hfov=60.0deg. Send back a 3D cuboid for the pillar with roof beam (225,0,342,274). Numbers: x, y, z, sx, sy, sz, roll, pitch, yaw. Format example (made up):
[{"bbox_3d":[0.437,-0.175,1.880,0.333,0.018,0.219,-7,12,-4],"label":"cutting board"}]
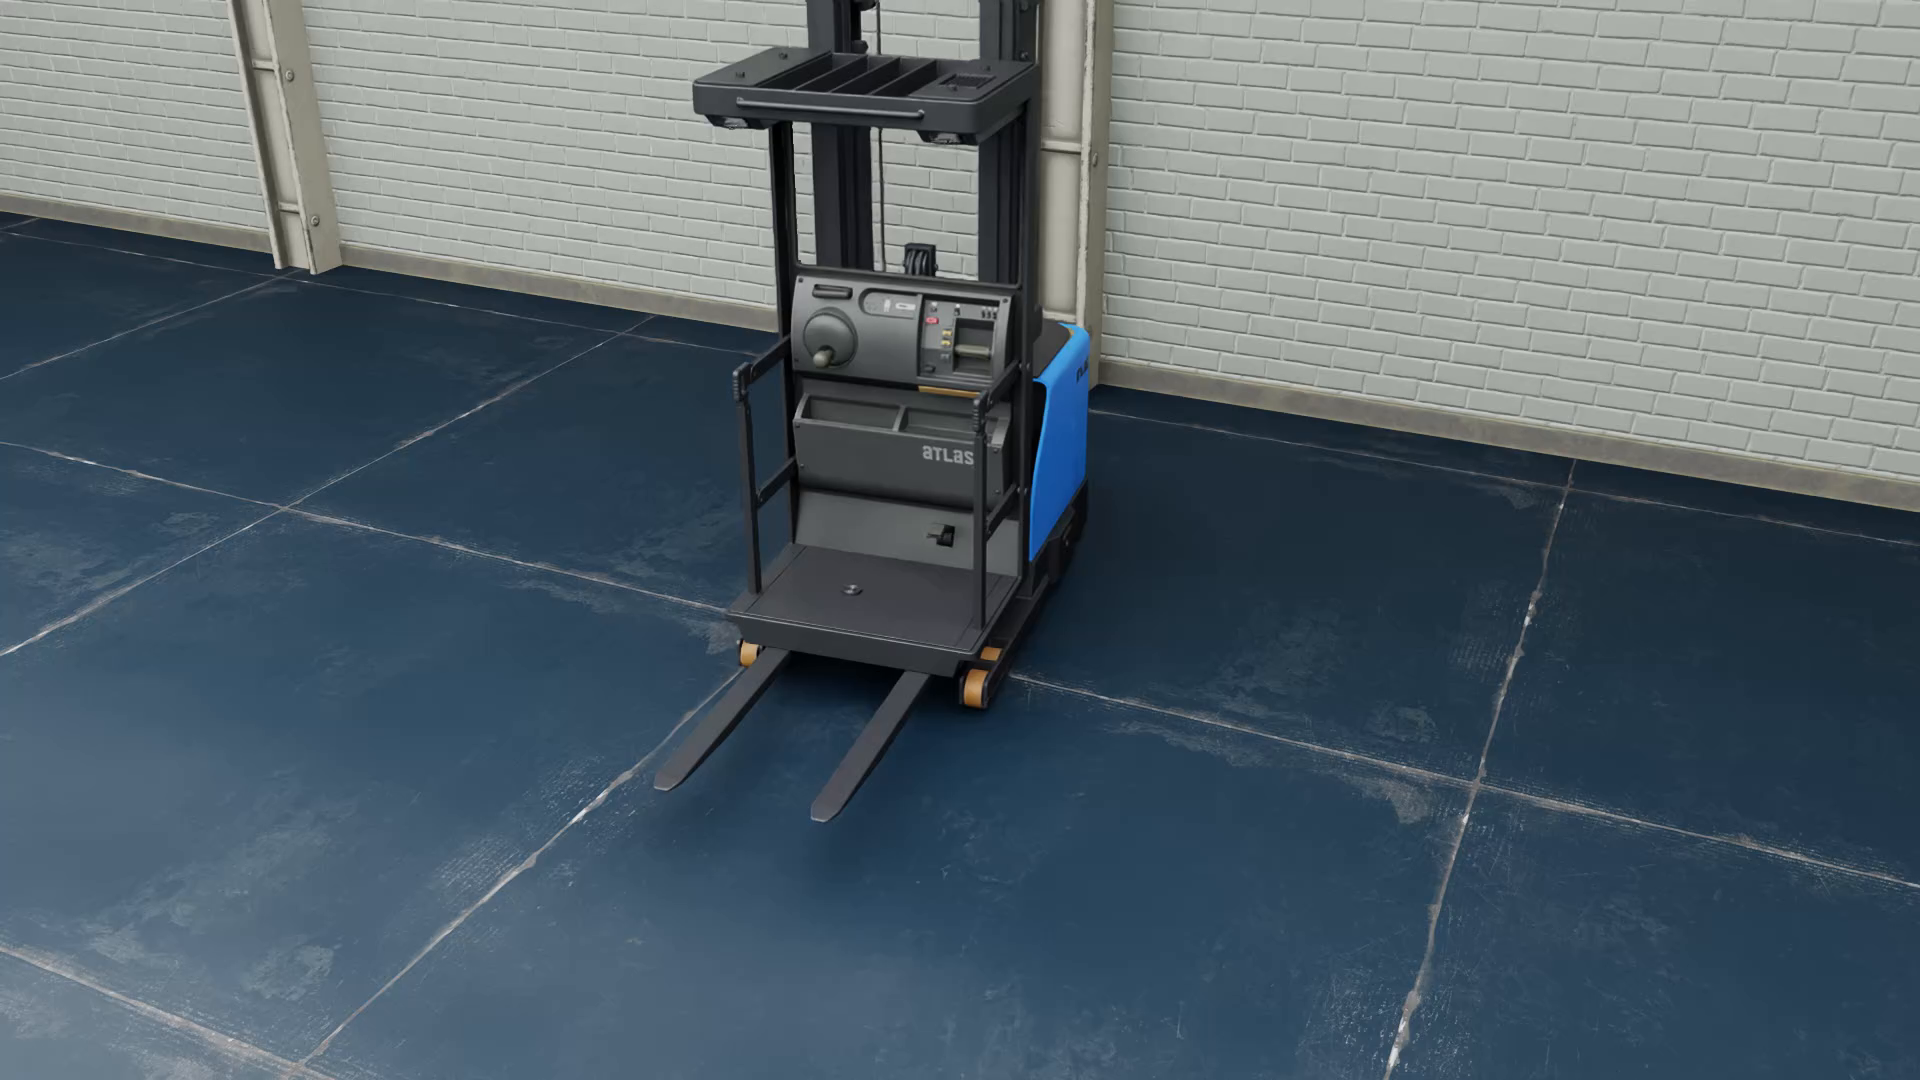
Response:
[{"bbox_3d":[-6.629,-4.353,6.903,0.400,9.000,9.100,11,28,22],"label":"pillar with roof beam"}]

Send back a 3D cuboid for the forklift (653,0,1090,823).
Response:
[{"bbox_3d":[-0.311,-0.819,6.596,1.130,2.935,3.031,8,27,16],"label":"forklift"}]

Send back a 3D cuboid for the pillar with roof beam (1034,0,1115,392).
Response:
[{"bbox_3d":[-1.167,-3.256,4.675,0.400,9.000,9.100,11,28,22],"label":"pillar with roof beam"}]
